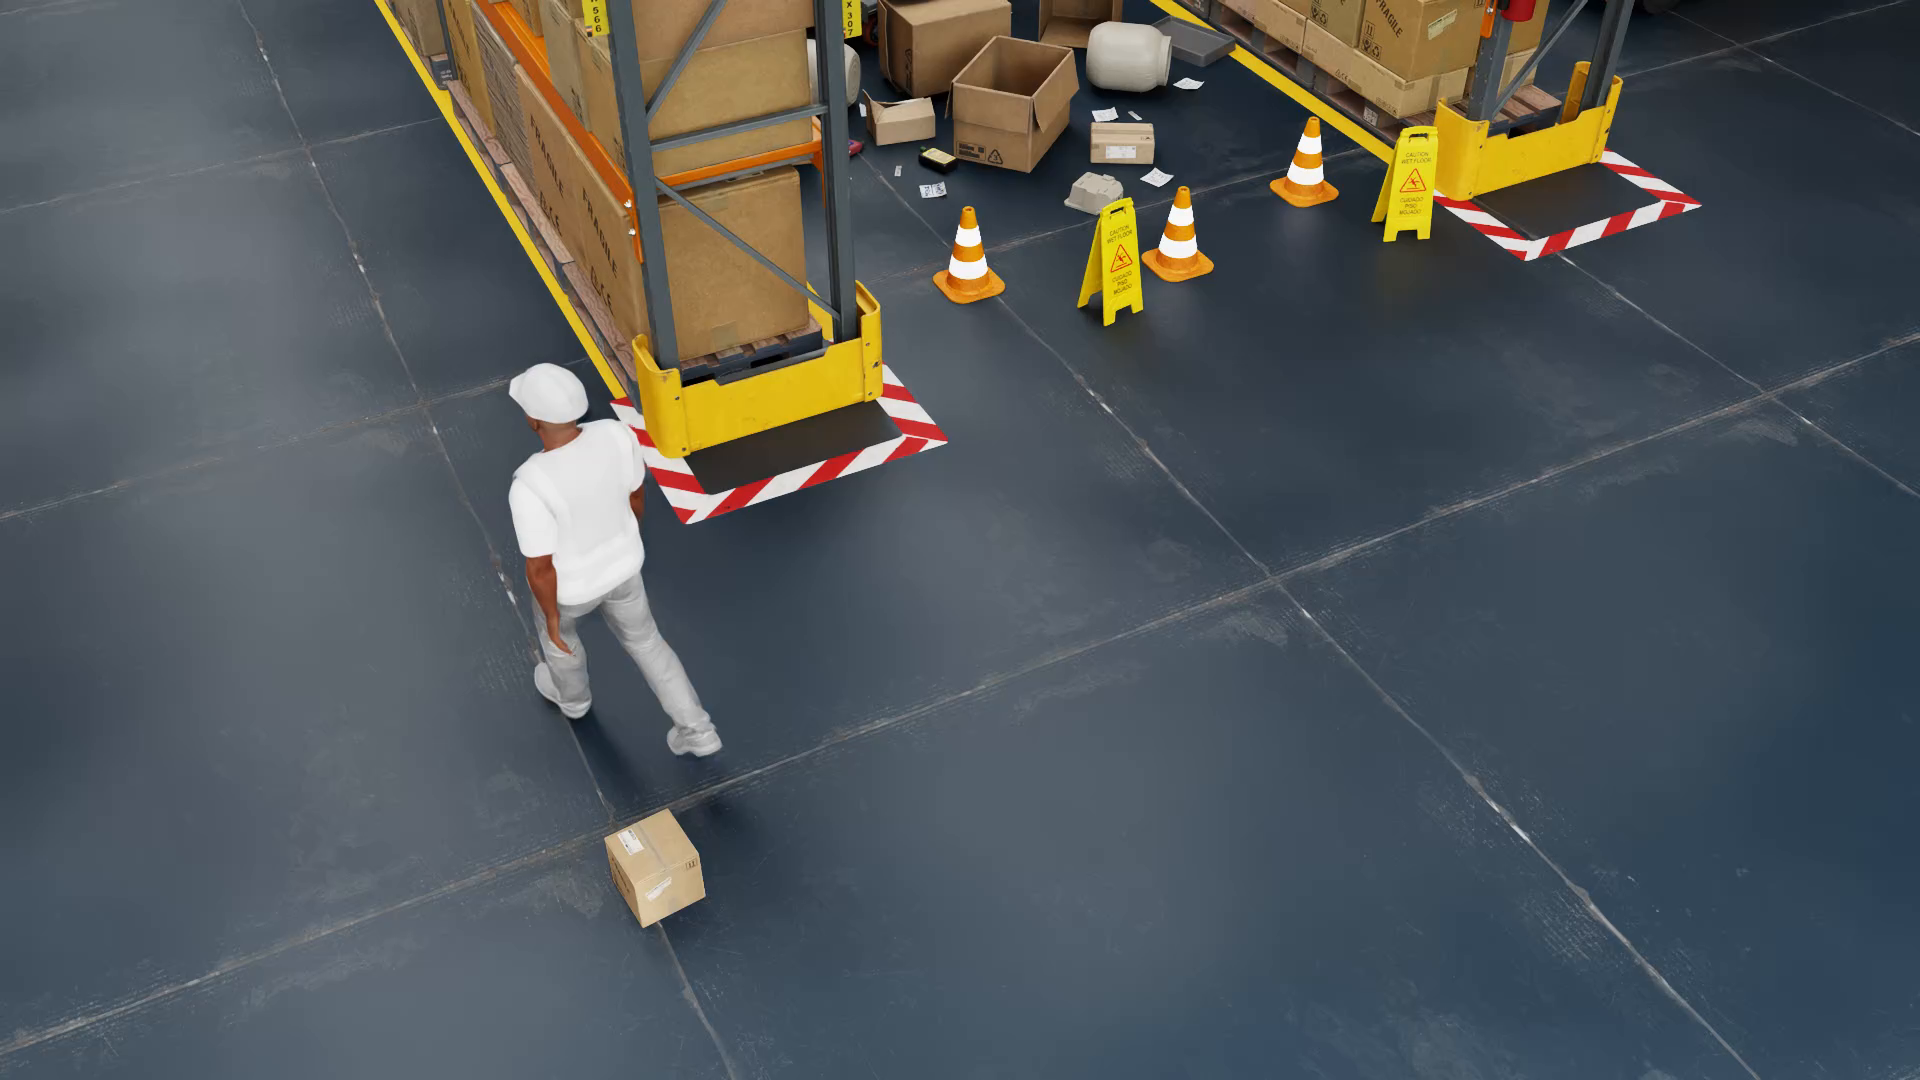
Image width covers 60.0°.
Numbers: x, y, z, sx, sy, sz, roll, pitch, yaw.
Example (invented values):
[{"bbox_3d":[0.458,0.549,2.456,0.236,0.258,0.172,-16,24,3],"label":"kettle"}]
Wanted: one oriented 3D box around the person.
[{"bbox_3d":[-1.323,0.111,6.020,0.561,1.736,0.980,-33,51,-32],"label":"person"}]
